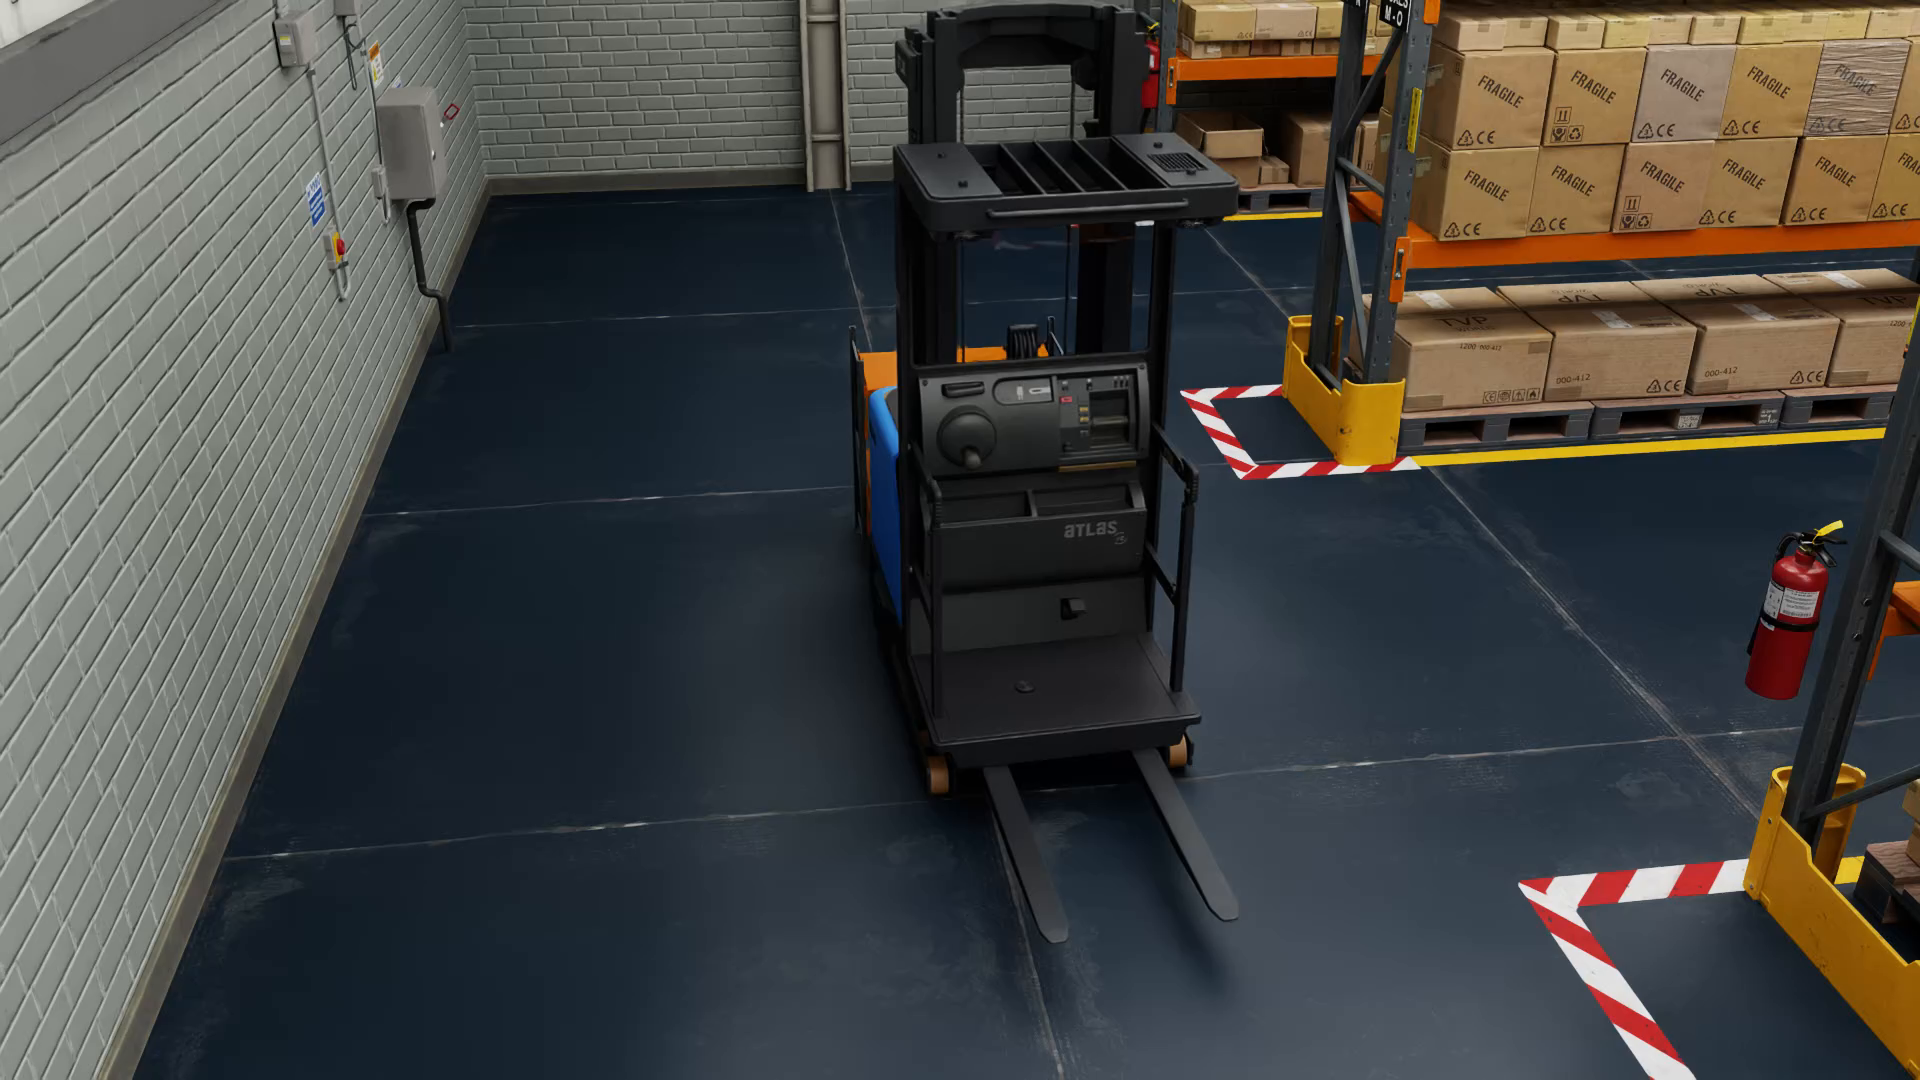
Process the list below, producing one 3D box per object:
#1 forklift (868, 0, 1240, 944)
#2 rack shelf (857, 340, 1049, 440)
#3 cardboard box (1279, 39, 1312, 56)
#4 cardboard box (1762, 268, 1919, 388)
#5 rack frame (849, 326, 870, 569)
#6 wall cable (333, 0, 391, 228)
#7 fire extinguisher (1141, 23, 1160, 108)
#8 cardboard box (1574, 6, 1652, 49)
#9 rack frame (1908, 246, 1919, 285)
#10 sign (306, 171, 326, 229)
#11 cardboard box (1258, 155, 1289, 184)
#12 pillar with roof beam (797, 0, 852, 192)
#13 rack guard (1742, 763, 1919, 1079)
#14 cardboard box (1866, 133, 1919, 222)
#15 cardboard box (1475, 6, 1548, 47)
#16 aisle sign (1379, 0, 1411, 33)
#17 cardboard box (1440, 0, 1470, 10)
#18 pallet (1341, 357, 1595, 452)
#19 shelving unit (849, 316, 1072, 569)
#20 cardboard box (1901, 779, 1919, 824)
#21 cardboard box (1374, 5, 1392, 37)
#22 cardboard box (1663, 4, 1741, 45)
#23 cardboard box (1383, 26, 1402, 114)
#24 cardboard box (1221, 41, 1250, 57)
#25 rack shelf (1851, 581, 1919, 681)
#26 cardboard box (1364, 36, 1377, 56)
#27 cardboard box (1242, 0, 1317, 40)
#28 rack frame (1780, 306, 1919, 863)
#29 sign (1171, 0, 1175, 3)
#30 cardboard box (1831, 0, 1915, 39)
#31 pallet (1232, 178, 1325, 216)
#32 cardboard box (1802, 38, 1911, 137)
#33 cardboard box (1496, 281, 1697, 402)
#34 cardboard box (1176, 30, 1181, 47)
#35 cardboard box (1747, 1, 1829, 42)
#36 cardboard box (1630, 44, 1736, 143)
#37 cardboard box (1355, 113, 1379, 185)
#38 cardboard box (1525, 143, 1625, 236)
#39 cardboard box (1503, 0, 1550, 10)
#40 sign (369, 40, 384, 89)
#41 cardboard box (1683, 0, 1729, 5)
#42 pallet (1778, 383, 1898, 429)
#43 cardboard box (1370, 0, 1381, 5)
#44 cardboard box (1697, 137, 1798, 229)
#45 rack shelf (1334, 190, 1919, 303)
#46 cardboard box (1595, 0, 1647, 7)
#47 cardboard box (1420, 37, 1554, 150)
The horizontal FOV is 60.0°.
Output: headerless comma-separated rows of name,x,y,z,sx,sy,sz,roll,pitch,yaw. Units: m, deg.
forklift,0.343,-0.452,6.421,1.130,2.935,3.031,-5,28,-10
rack shelf,-0.007,-0.760,8.359,1.000,0.278,0.538,-4,27,-7
cardboard box,2.735,-4.118,13.765,0.250,0.149,0.380,-3,27,-5
cardboard box,5.631,-1.341,10.425,0.875,0.438,0.875,-4,27,-8
rack frame,-0.510,-0.468,8.429,0.032,1.125,0.500,-4,27,-7
wall cable,-3.483,-2.755,9.720,0.122,1.984,0.588,-4,27,-7
fire extinguisher,1.531,-3.856,13.473,0.183,0.674,0.296,-4,27,-7
cardboard box,3.478,-2.745,8.899,0.250,0.149,0.380,-5,28,-9
rack frame,6.268,-2.286,9.919,0.127,3.000,1.000,-4,27,-7
sign,-3.327,-1.757,8.592,0.001,0.218,0.327,-4,27,-7
cardboard box,2.657,-3.199,14.362,0.250,0.149,0.380,-5,28,-9
pillar with roof beam,-0.584,-5.234,9.093,0.400,9.000,9.100,-4,27,-7
rack guard,3.172,1.307,5.655,0.348,0.500,1.175,-4,27,-7
cardboard box,5.336,-2.150,9.545,0.500,0.500,0.500,-4,27,-8
cardboard box,2.947,-2.756,8.919,0.250,0.149,0.380,-3,27,-6
aisle sign,2.276,-3.052,8.565,0.004,0.787,0.394,-4,27,-7
cardboard box,2.635,-2.923,9.245,0.250,0.149,0.380,-3,27,-6
pallet,3.088,-0.877,10.228,1.213,0.211,1.003,-4,27,-7
shelving unit,-0.007,-0.500,8.492,1.048,1.125,0.538,-4,27,-7
cardboard box,3.580,0.987,5.878,0.250,0.149,0.380,-4,27,-8
cardboard box,3.603,-4.356,13.792,0.500,0.250,0.500,-4,27,-8
cardboard box,3.984,-2.783,8.972,0.250,0.149,0.380,-3,27,-7
cardboard box,2.751,-2.659,9.442,0.500,0.500,0.500,-3,27,-5
cardboard box,2.221,-4.097,13.725,0.250,0.149,0.380,-3,27,-6
rack shelf,5.077,0.393,5.487,4.000,0.370,1.077,-4,27,-7
cardboard box,3.258,-4.120,13.768,0.250,0.149,0.380,-4,27,-9
cardboard box,2.598,-4.280,13.644,0.500,0.250,0.500,-3,27,-7
rack frame,3.097,0.200,5.074,0.127,3.000,1.000,-4,27,-7
sign,1.688,-4.415,13.120,0.005,0.325,0.100,-4,27,-7
cardboard box,4.992,-2.865,9.132,0.250,0.149,0.380,-4,27,-8
pallet,2.476,-3.090,14.542,1.213,0.211,1.003,-4,27,-7
cardboard box,4.833,-2.555,9.239,0.500,0.500,0.500,-3,27,-6
cardboard box,3.852,-1.227,10.203,0.875,0.438,0.875,-3,27,-6
cardboard box,1.903,-4.306,14.131,0.250,0.149,0.380,-4,27,-8
cardboard box,4.491,-2.825,9.055,0.250,0.149,0.380,-4,27,-7
cardboard box,3.841,-2.495,9.121,0.500,0.500,0.500,-4,27,-8
cardboard box,3.620,-3.371,14.312,0.500,0.500,0.500,-3,27,-6
cardboard box,3.319,-2.021,9.294,0.500,0.500,0.500,-4,27,-8
cardboard box,3.126,-3.004,9.404,0.250,0.149,0.380,-4,27,-8
sign,-3.619,-2.950,10.309,0.001,0.242,0.339,-4,27,-7
cardboard box,4.153,-3.037,9.467,0.250,0.149,0.380,-3,27,-5
pallet,5.504,-1.032,10.530,1.213,0.211,1.003,-4,27,-7
cardboard box,3.584,-4.677,13.596,0.500,0.500,0.500,-3,27,-6
cardboard box,4.319,-2.085,9.418,0.500,0.500,0.500,-3,27,-5
rack shelf,4.288,-1.838,9.835,4.000,0.370,1.077,-4,27,-7
cardboard box,3.650,-2.986,9.369,0.250,0.149,0.380,-4,27,-8
cardboard box,2.822,-2.422,8.981,0.500,0.500,0.500,-4,27,-8
